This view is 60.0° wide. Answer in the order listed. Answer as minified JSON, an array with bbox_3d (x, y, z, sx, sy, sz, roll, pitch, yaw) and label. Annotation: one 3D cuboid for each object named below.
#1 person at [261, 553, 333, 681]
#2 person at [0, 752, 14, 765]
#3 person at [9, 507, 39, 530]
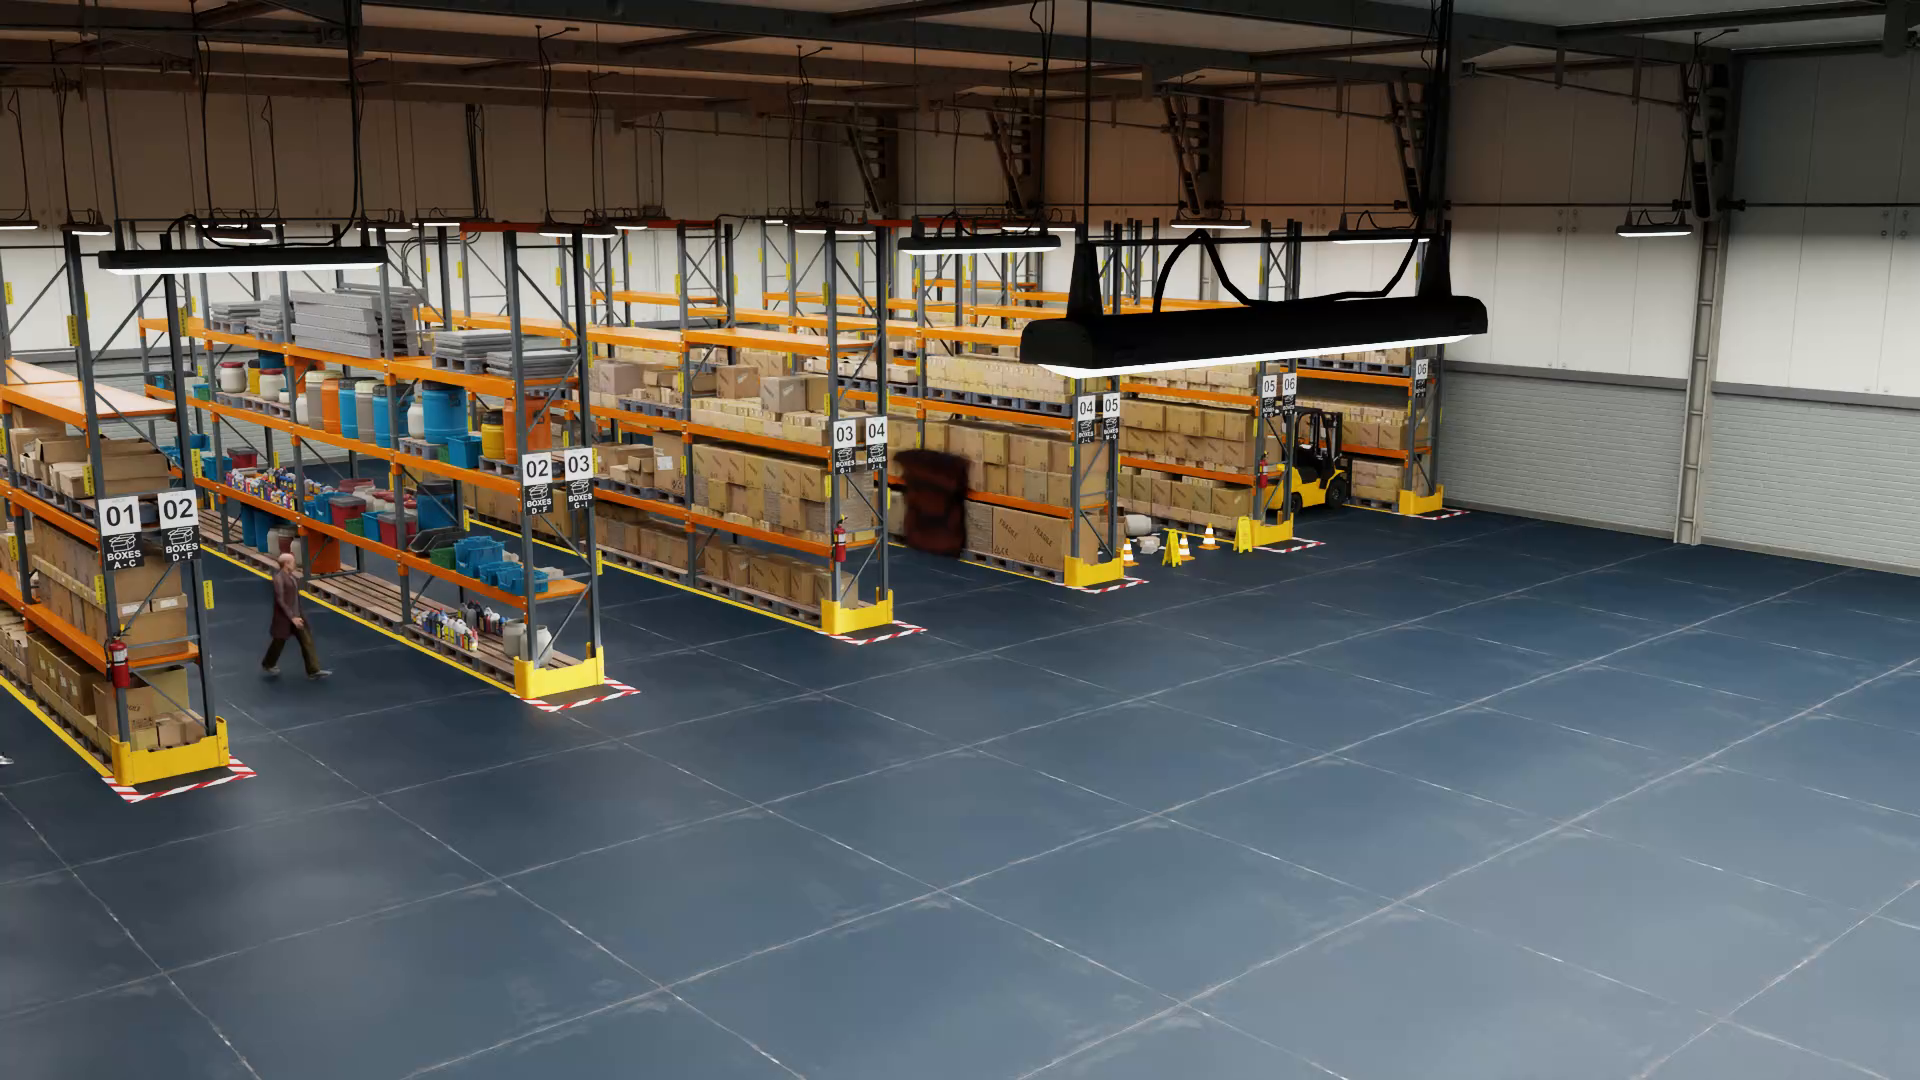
[{"bbox_3d":[-9.008,1.035,22.325,1.135,1.731,0.535,6,13,27],"label":"person"},{"bbox_3d":[-11.101,1.977,18.707,0.587,1.343,0.553,-3,12,-16],"label":"person"},{"bbox_3d":[-16.985,-0.576,30.409,1.086,1.708,0.702,11,16,44],"label":"person"}]
